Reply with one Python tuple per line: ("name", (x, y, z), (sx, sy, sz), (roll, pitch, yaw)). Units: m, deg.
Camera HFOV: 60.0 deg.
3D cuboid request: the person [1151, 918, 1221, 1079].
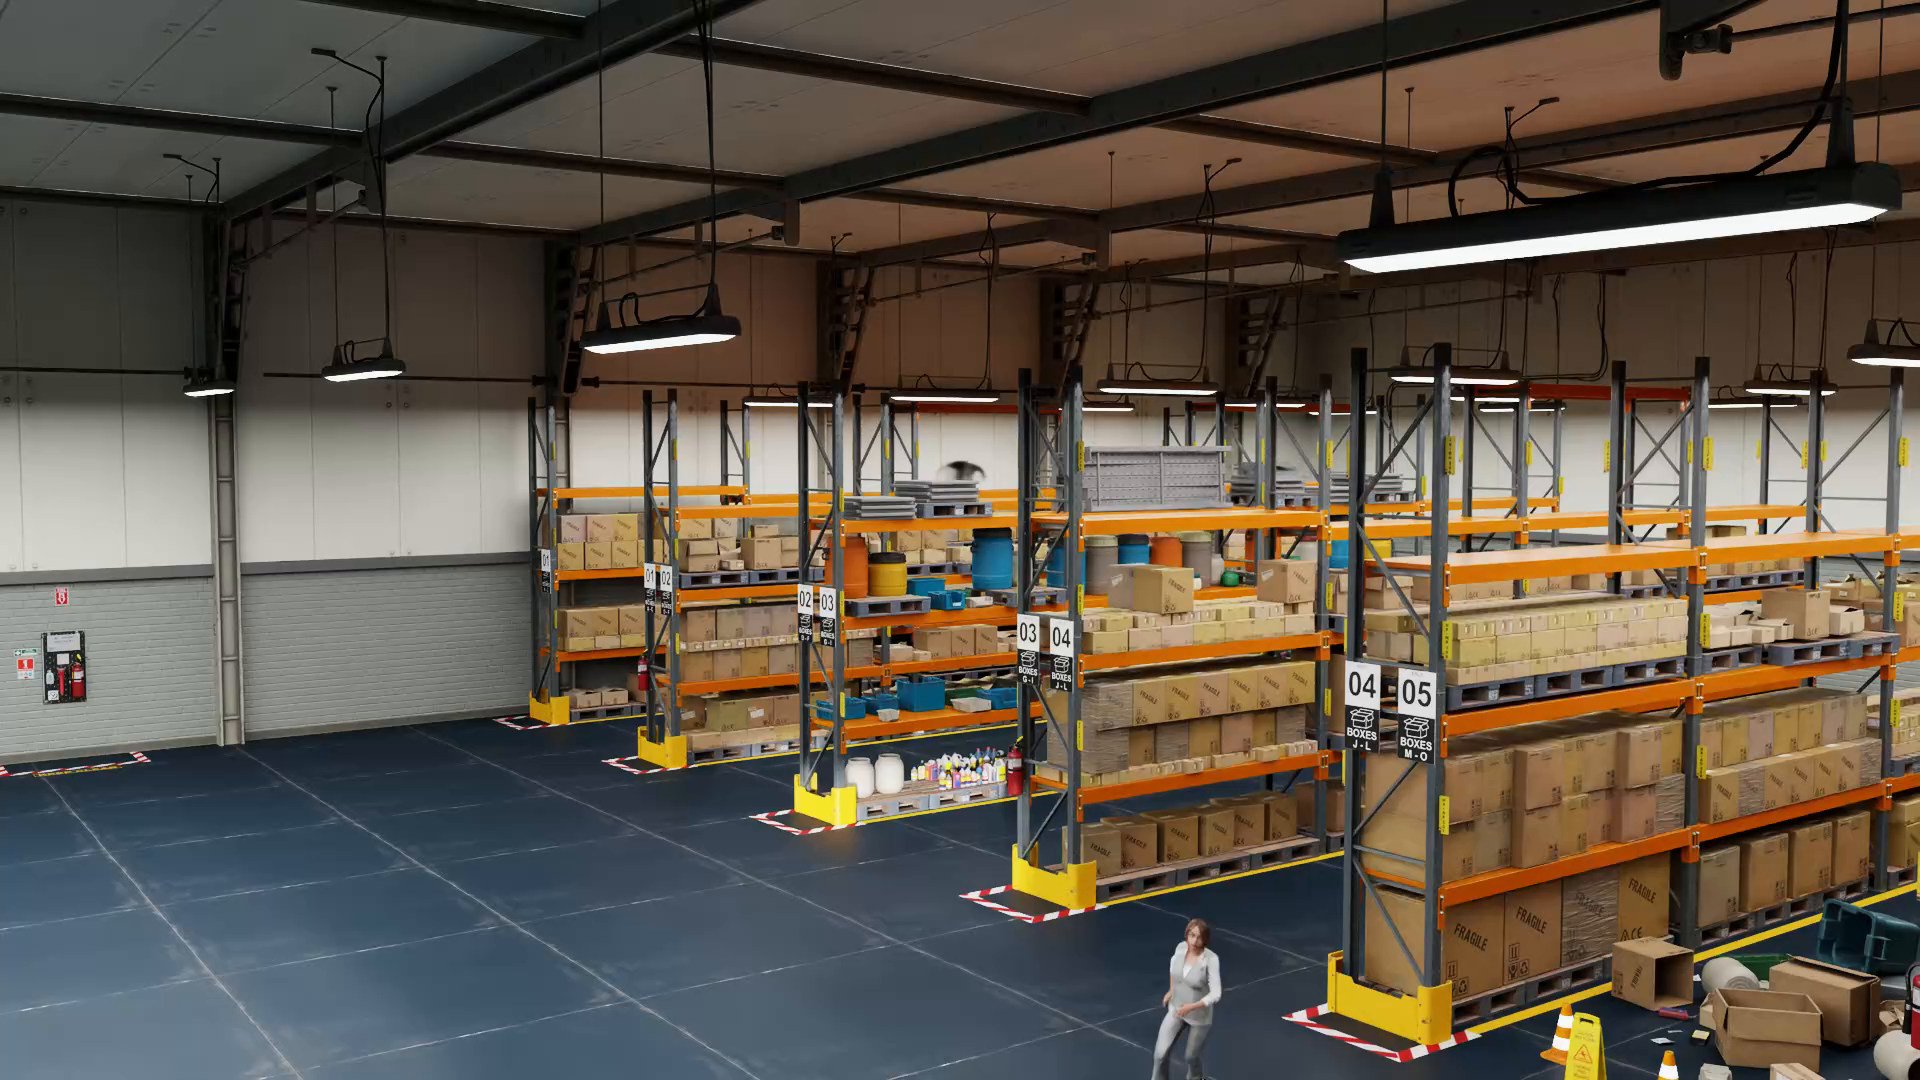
("person", (1.727, 3.615, 12.653), (0.610, 1.557, 0.747), (2, 4, 30))
